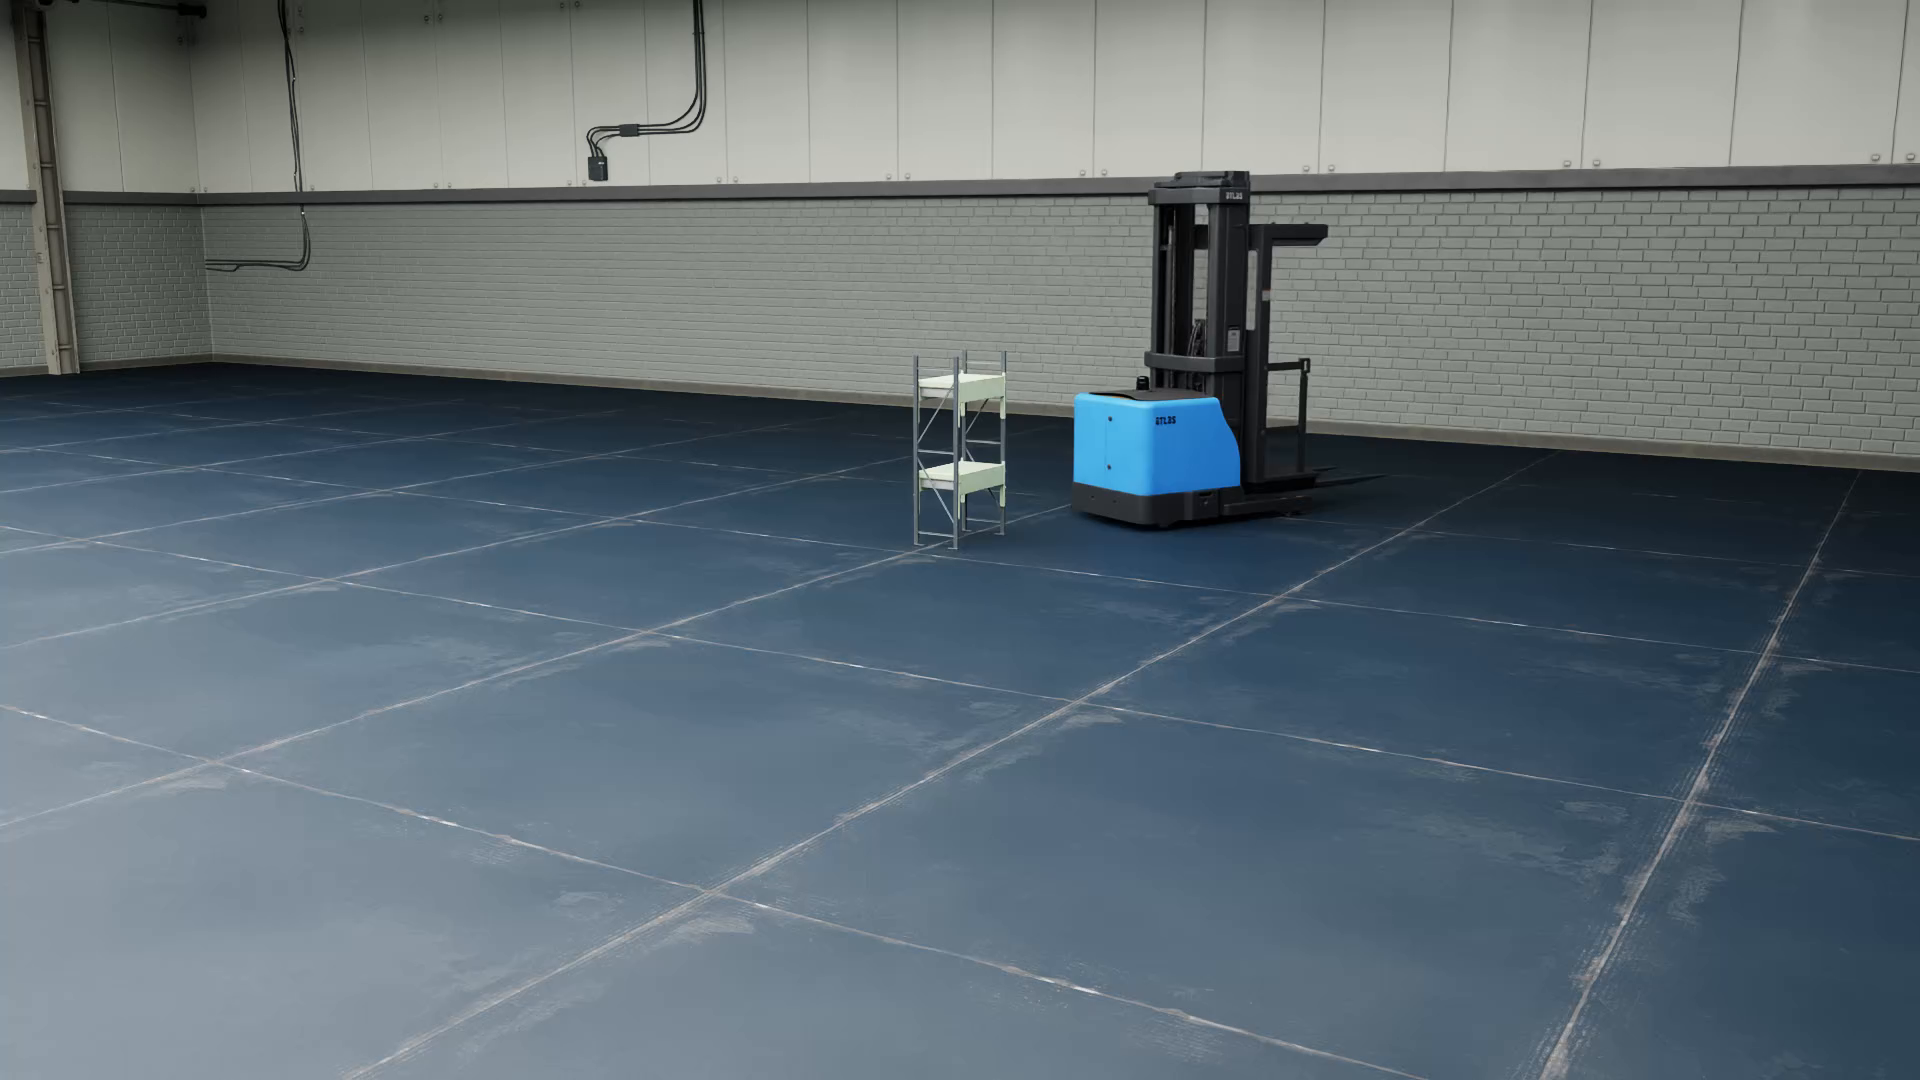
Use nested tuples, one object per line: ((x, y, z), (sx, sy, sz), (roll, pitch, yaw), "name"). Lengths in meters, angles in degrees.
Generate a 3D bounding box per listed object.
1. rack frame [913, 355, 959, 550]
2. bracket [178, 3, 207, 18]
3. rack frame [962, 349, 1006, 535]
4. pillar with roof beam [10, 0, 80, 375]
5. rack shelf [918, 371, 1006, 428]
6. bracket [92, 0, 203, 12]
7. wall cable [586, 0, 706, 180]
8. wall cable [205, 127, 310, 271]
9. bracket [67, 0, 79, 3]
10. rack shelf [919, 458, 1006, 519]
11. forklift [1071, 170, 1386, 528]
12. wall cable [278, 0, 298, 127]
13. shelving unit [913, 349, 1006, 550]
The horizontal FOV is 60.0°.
((-0.187, -0.681, 12.929), (0.400, 1.500, 0.023), (6, 12, 31), "rack frame")
((-13.748, -9.479, 29.763), (0.235, 0.232, 0.430), (6, 12, 31), "bracket")
((0.193, -0.796, 13.544), (0.400, 1.500, 0.023), (6, 12, 31), "rack frame")
((-11.818, -6.894, 25.739), (9.100, 9.000, 0.548), (6, 12, 31), "pillar with roof beam")
((0.003, -1.122, 13.164), (0.431, 0.370, 0.720), (6, 12, 31), "rack shelf")
((-14.055, -9.386, 29.267), (0.076, 0.066, 3.189), (6, 12, 31), "bracket")
((-4.732, -8.404, 24.565), (2.305, 6.003, 0.169), (6, 12, 31), "wall cable")
((-12.838, -6.116, 30.022), (3.097, 2.526, 0.112), (6, 12, 31), "wall cable")
((-14.978, -9.106, 27.772), (0.235, 0.232, 0.430), (6, 12, 31), "bracket")
((0.003, -0.418, 13.296), (0.431, 0.370, 0.720), (6, 12, 31), "rack shelf")
((2.484, -1.721, 14.596), (3.031, 2.935, 1.130), (-7, 13, -32), "forklift")
((-10.525, -8.340, 28.176), (3.097, 2.526, 0.112), (6, 12, 31), "wall cable")
((0.003, -0.738, 13.236), (0.431, 1.500, 0.755), (6, 12, 31), "shelving unit")
